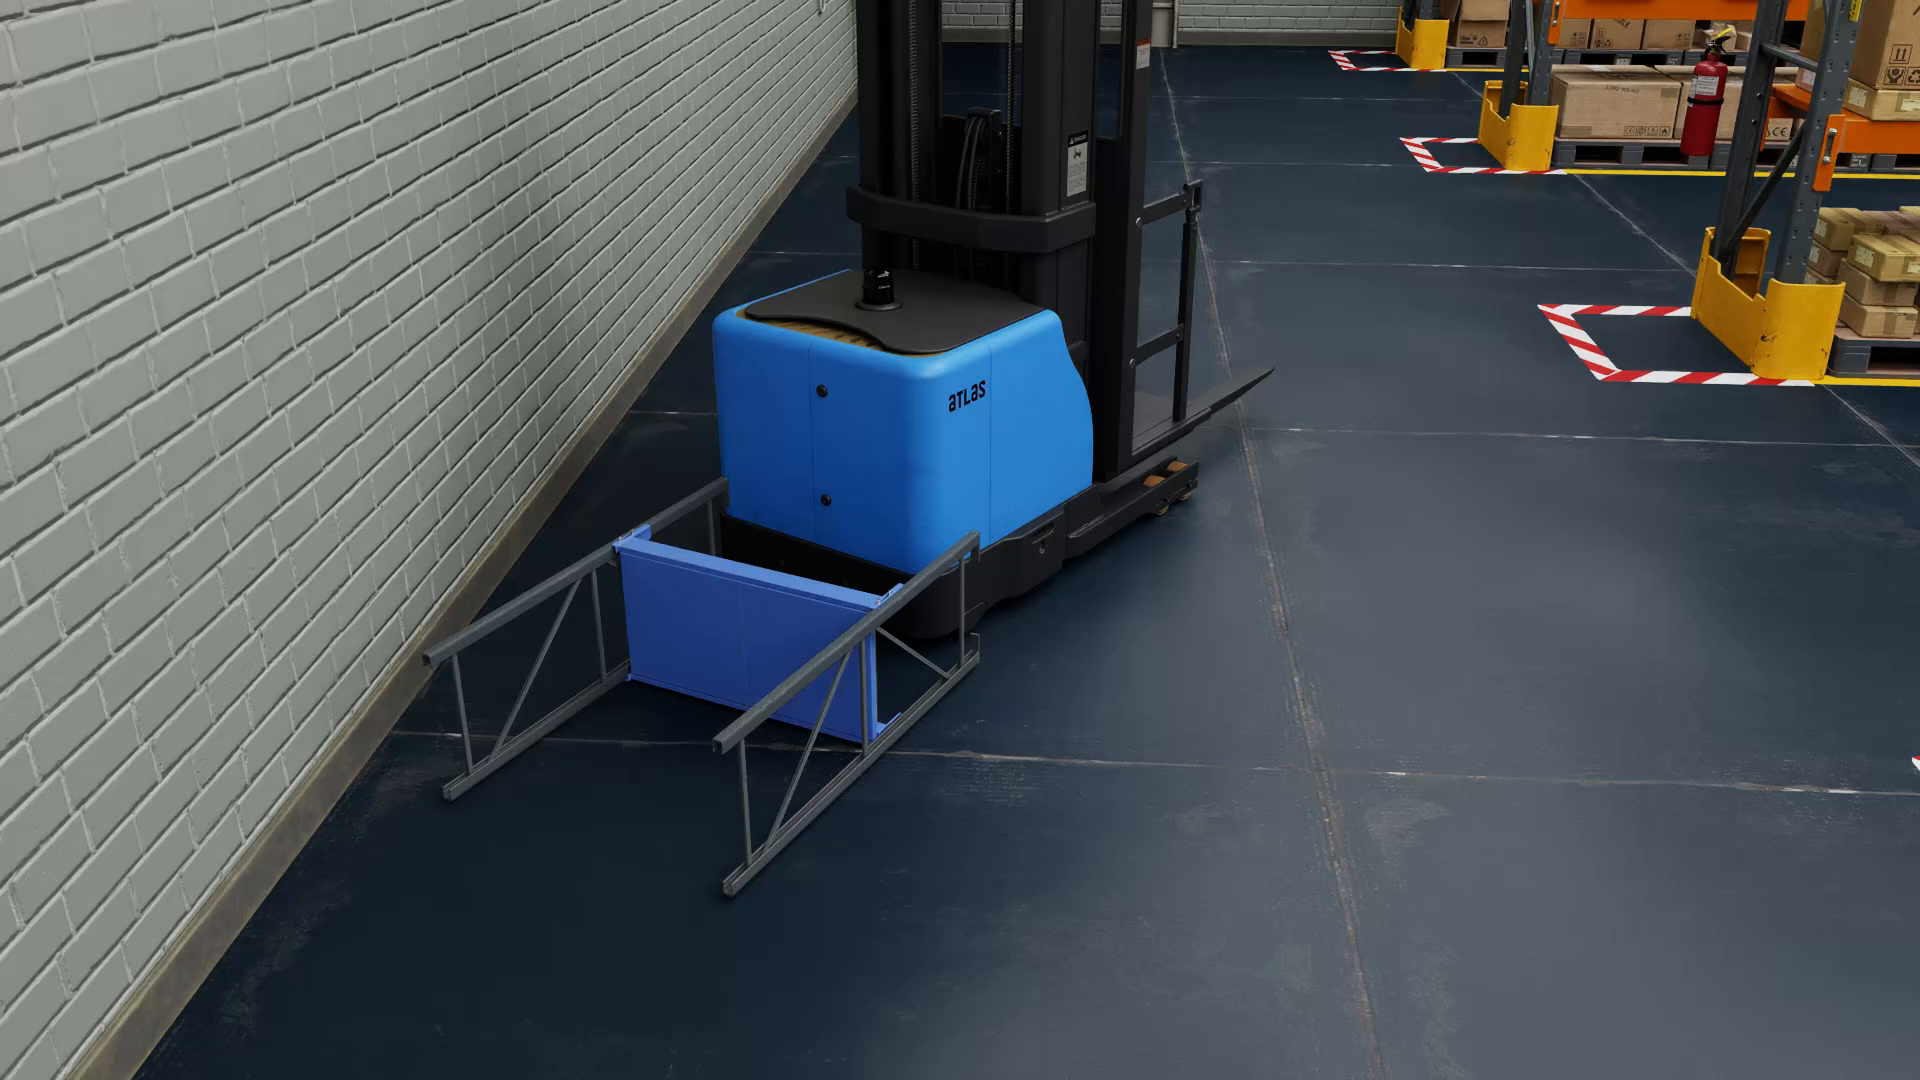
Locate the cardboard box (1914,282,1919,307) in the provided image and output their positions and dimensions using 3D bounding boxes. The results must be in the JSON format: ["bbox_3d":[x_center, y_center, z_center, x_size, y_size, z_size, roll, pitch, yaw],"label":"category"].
[{"bbox_3d":[5.019,-1.305,8.550,0.250,0.149,0.380,2,25,4],"label":"cardboard box"}]

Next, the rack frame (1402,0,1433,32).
[{"bbox_3d":[4.902,-6.565,17.430,0.127,3.000,1.000,2,25,4],"label":"rack frame"}]

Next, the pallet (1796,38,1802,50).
[{"bbox_3d":[9.704,-5.160,17.712,1.213,0.211,1.003,2,25,4],"label":"pallet"}]

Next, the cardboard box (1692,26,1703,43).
[{"bbox_3d":[7.818,-5.467,17.950,0.250,0.149,0.380,2,25,3],"label":"cardboard box"}]

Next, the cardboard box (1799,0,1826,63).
[{"bbox_3d":[4.716,-2.704,8.562,0.500,0.500,0.500,2,25,5],"label":"cardboard box"}]

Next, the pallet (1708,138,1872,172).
[{"bbox_3d":[6.542,-3.197,13.444,1.213,0.211,1.003,2,25,4],"label":"pallet"}]

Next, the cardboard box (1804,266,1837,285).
[{"bbox_3d":[4.789,-1.396,9.103,0.250,0.149,0.380,2,25,5],"label":"cardboard box"}]

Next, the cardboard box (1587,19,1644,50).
[{"bbox_3d":[6.874,-5.459,17.514,0.500,0.500,0.500,2,25,5],"label":"cardboard box"}]

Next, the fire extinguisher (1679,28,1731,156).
[{"bbox_3d":[4.032,-2.426,8.973,0.183,0.674,0.296,2,25,4],"label":"fire extinguisher"}]

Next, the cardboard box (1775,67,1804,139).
[{"bbox_3d":[7.004,-3.489,13.306,0.875,0.438,0.875,1,25,2],"label":"cardboard box"}]

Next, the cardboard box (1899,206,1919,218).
[{"bbox_3d":[5.309,-1.697,9.047,0.250,0.149,0.380,1,25,3],"label":"cardboard box"}]

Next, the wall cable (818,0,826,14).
[{"bbox_3d":[-1.098,-5.143,13.086,0.123,1.953,0.585,2,25,4],"label":"wall cable"}]

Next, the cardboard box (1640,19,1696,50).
[{"bbox_3d":[7.389,-5.485,17.569,0.500,0.500,0.700,1,25,2],"label":"cardboard box"}]

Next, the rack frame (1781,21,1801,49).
[{"bbox_3d":[8.891,-6.437,17.152,0.127,3.000,1.000,2,25,4],"label":"rack frame"}]

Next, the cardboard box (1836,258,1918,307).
[{"bbox_3d":[4.751,-1.337,8.620,0.250,0.149,0.380,3,25,6],"label":"cardboard box"}]

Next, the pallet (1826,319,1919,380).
[{"bbox_3d":[5.131,-1.120,8.932,1.213,0.211,1.003,2,25,4],"label":"pallet"}]

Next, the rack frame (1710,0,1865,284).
[{"bbox_3d":[4.248,-2.430,8.443,0.127,3.000,1.000,2,25,4],"label":"rack frame"}]

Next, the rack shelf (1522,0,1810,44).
[{"bbox_3d":[6.520,-4.106,12.945,4.000,0.370,1.077,2,25,4],"label":"rack shelf"}]

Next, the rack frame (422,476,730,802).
[{"bbox_3d":[-1.195,0.278,5.501,0.032,0.500,1.500,12,27,25],"label":"rack frame"}]

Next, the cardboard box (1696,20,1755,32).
[{"bbox_3d":[8.250,-5.526,17.886,0.500,0.311,0.500,3,25,6],"label":"cardboard box"}]

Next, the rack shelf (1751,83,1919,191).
[{"bbox_3d":[6.242,-2.039,8.454,4.000,0.370,1.077,2,25,4],"label":"rack shelf"}]

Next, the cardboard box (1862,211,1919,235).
[{"bbox_3d":[5.041,-1.653,8.950,0.250,0.149,0.380,2,25,5],"label":"cardboard box"}]

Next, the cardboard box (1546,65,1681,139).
[{"bbox_3d":[5.192,-3.544,13.426,0.875,0.438,0.875,1,25,2],"label":"cardboard box"}]

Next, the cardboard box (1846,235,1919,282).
[{"bbox_3d":[4.744,-1.438,8.482,0.250,0.149,0.380,1,25,2],"label":"cardboard box"}]

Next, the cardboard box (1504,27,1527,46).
[{"bbox_3d":[5.926,-5.372,17.745,0.250,0.149,0.380,1,25,2],"label":"cardboard box"}]

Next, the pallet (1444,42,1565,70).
[{"bbox_3d":[5.773,-5.271,17.953,1.213,0.211,1.003,2,25,4],"label":"pallet"}]

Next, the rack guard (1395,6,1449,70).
[{"bbox_3d":[4.978,-5.427,17.947,0.348,0.500,1.175,2,25,4],"label":"rack guard"}]

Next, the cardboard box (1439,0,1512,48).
[{"bbox_3d":[5.505,-5.563,17.735,0.637,0.503,0.797,1,25,2],"label":"cardboard box"}]

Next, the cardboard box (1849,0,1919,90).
[{"bbox_3d":[4.674,-2.481,8.078,0.500,0.500,0.500,3,25,6],"label":"cardboard box"}]

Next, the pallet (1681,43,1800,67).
[{"bbox_3d":[8.206,-5.193,17.783,1.213,0.211,1.003,2,25,4],"label":"pallet"}]

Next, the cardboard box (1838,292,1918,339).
[{"bbox_3d":[4.746,-1.176,8.625,0.250,0.149,0.380,2,25,5],"label":"cardboard box"}]

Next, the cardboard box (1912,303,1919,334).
[{"bbox_3d":[5.013,-1.201,8.681,0.250,0.149,0.380,2,25,4],"label":"cardboard box"}]

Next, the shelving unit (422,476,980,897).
[{"bbox_3d":[-0.744,0.376,5.288,1.048,0.538,1.500,12,27,25],"label":"shelving unit"}]

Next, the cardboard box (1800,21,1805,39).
[{"bbox_3d":[9.403,-5.600,17.820,0.500,0.500,0.500,2,25,4],"label":"cardboard box"}]

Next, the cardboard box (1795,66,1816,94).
[{"bbox_3d":[4.595,-2.423,8.729,0.250,0.149,0.380,2,25,4],"label":"cardboard box"}]

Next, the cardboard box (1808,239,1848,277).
[{"bbox_3d":[4.796,-1.563,9.111,0.250,0.149,0.380,1,25,3],"label":"cardboard box"}]

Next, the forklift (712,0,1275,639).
[{"bbox_3d":[0.366,-1.542,6.595,1.130,2.935,3.031,17,30,32],"label":"forklift"}]

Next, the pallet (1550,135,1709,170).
[{"bbox_3d":[5.329,-3.237,13.532,1.213,0.211,1.003,2,25,4],"label":"pallet"}]

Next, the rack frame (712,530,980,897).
[{"bbox_3d":[-0.293,0.474,5.075,0.032,0.500,1.500,12,27,25],"label":"rack frame"}]

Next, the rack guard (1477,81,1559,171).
[{"bbox_3d":[4.502,-3.362,13.458,0.348,0.500,1.175,2,25,4],"label":"rack guard"}]

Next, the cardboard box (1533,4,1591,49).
[{"bbox_3d":[6.354,-5.518,17.641,0.500,0.500,0.700,3,25,6],"label":"cardboard box"}]

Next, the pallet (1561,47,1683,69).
[{"bbox_3d":[6.986,-5.231,17.866,1.213,0.211,1.003,2,25,4],"label":"pallet"}]

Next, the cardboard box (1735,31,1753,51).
[{"bbox_3d":[8.313,-5.228,17.432,0.250,0.149,0.380,1,25,2],"label":"cardboard box"}]

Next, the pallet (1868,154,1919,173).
[{"bbox_3d":[7.762,-3.159,13.362,1.213,0.211,1.003,2,25,4],"label":"pallet"}]

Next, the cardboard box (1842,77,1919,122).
[{"bbox_3d":[4.546,-2.169,8.176,0.250,0.149,0.380,2,25,4],"label":"cardboard box"}]

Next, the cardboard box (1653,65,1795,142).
[{"bbox_3d":[6.105,-3.518,13.370,0.875,0.438,0.875,2,25,5],"label":"cardboard box"}]

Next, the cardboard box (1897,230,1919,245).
[{"bbox_3d":[5.028,-1.479,8.572,0.250,0.149,0.380,2,25,5],"label":"cardboard box"}]

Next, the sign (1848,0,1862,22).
[{"bbox_3d":[4.206,-2.597,7.770,0.005,0.325,0.100,2,25,4],"label":"sign"}]

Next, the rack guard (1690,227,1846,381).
[{"bbox_3d":[4.324,-1.292,8.960,0.348,0.500,1.175,2,25,4],"label":"rack guard"}]

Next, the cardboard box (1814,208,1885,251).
[{"bbox_3d":[4.795,-1.685,9.019,0.250,0.149,0.380,2,25,5],"label":"cardboard box"}]

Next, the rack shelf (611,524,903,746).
[{"bbox_3d":[-0.661,0.310,5.433,1.000,0.538,0.185,12,27,25],"label":"rack shelf"}]

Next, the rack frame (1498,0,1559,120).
[{"bbox_3d":[4.526,-4.496,12.934,0.127,3.000,1.000,2,25,4],"label":"rack frame"}]

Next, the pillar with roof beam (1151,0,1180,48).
[{"bbox_3d":[1.953,-7.958,13.280,0.400,9.000,9.100,2,25,4],"label":"pillar with roof beam"}]

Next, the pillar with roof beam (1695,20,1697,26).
[{"bbox_3d":[7.936,-7.766,12.863,0.400,9.000,9.100,2,25,4],"label":"pillar with roof beam"}]

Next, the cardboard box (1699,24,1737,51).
[{"bbox_3d":[7.957,-5.293,17.433,0.258,0.266,0.396,3,25,6],"label":"cardboard box"}]
